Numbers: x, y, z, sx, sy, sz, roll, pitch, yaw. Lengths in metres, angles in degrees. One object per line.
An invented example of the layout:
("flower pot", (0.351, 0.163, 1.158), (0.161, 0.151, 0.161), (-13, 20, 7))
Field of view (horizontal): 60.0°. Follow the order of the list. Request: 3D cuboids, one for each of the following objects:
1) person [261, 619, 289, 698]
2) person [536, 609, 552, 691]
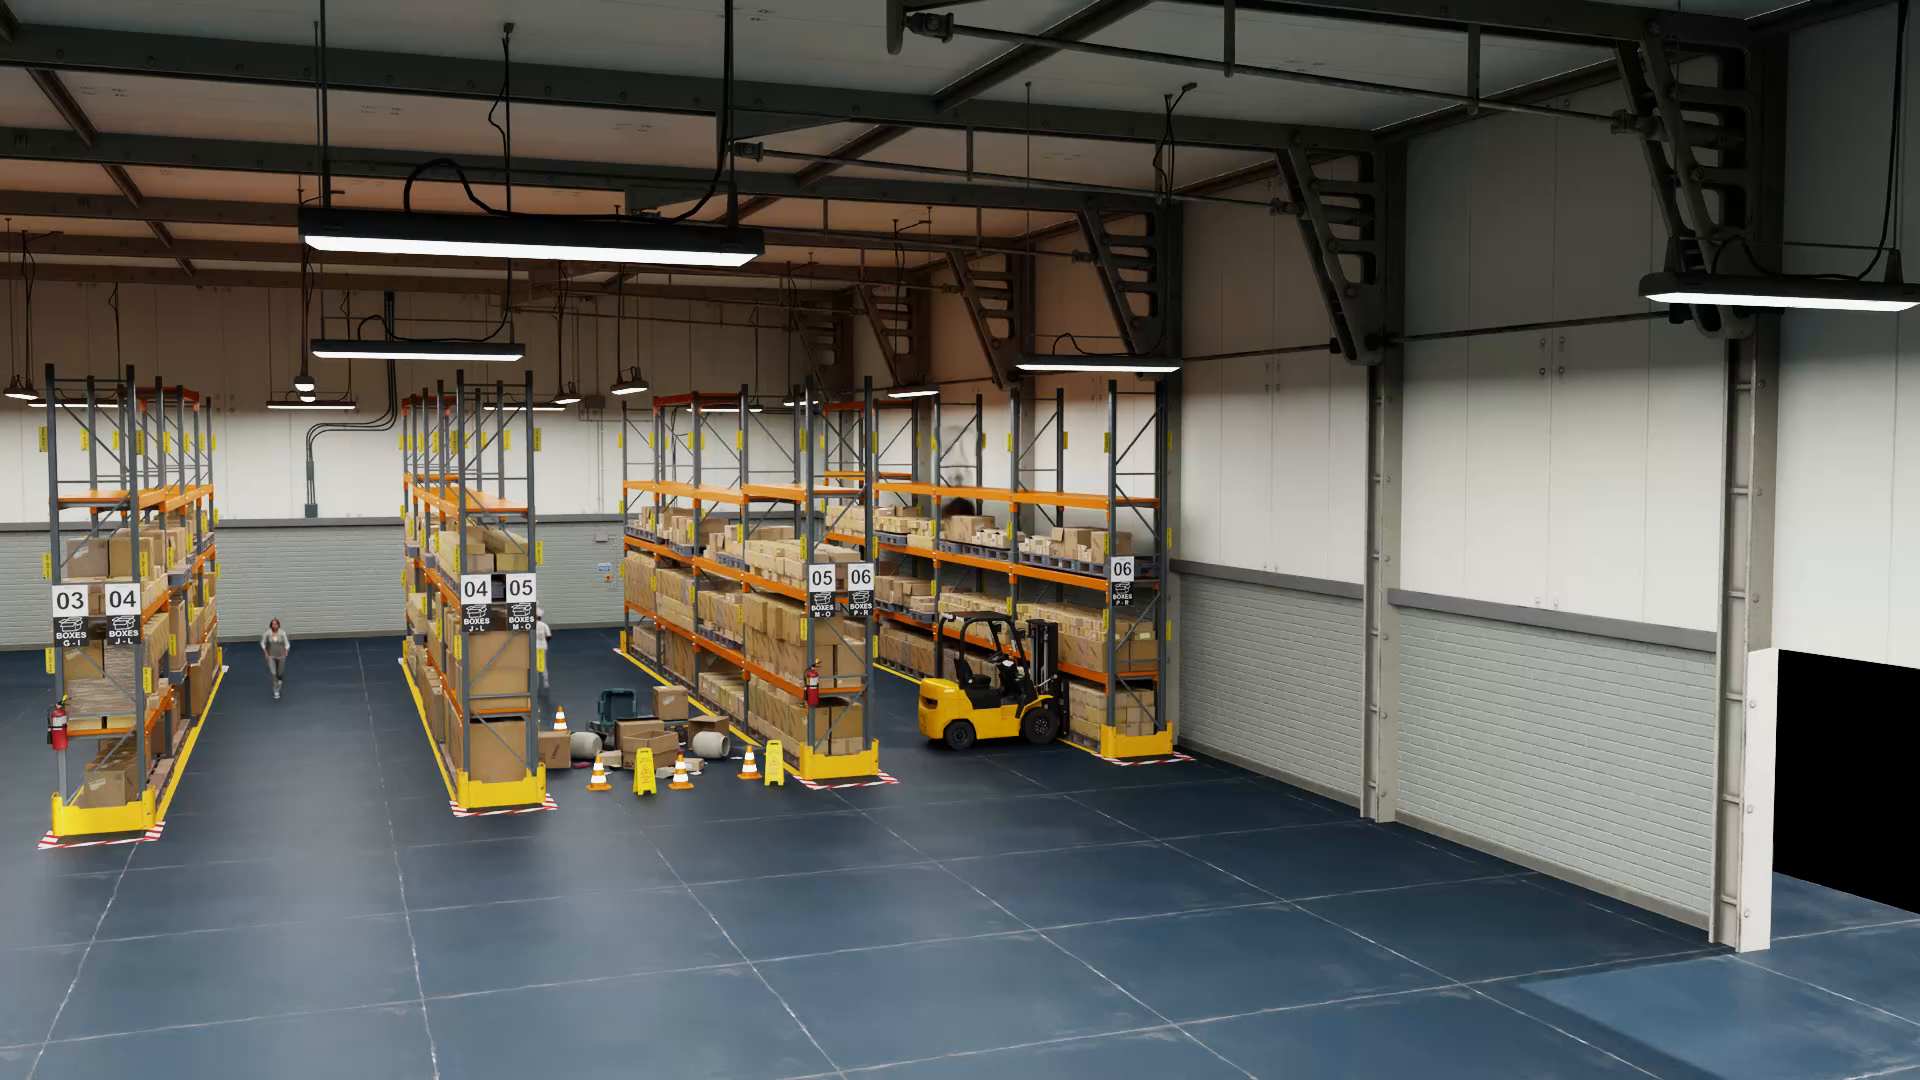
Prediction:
("person", (-13.512, 2.319, 32.816), (0.525, 1.562, 0.680), (-1, 4, -23))
("person", (-8.467, 2.233, 33.293), (0.587, 1.700, 0.793), (-1, 3, -16))
